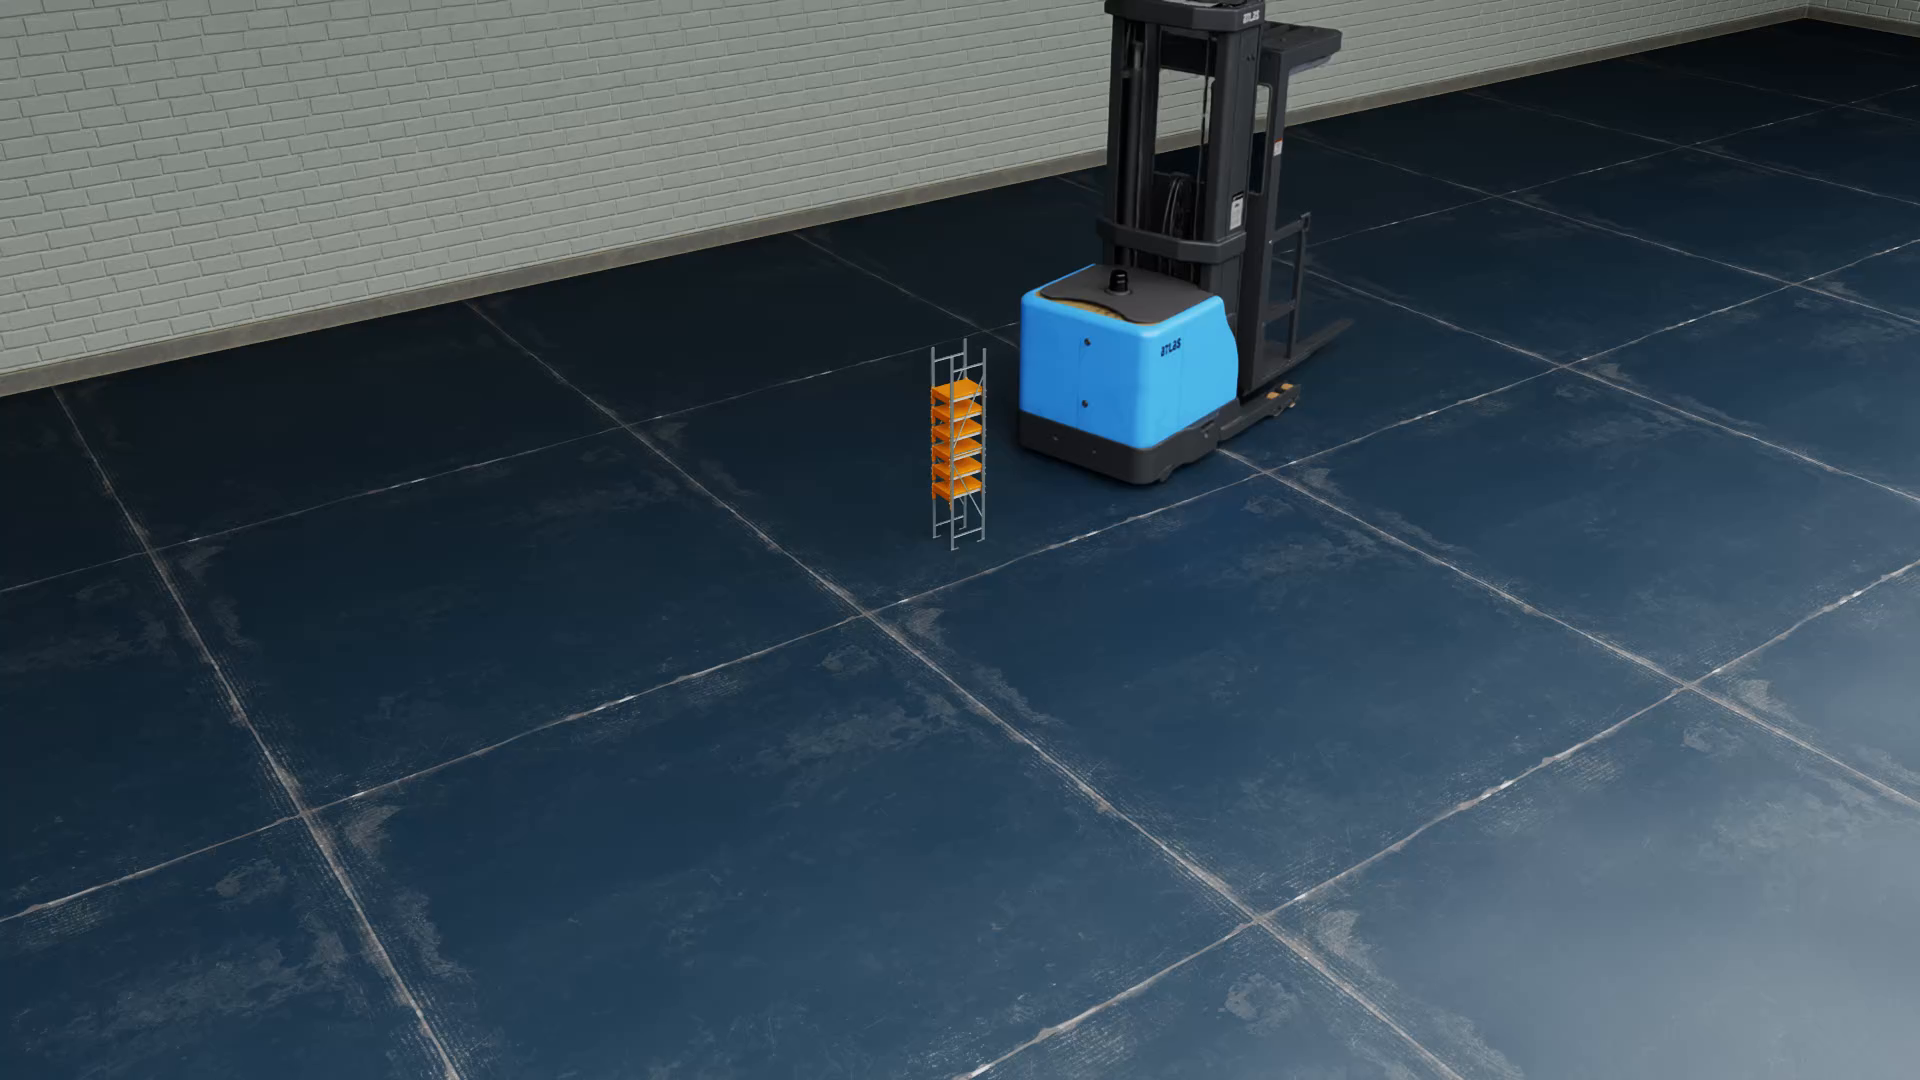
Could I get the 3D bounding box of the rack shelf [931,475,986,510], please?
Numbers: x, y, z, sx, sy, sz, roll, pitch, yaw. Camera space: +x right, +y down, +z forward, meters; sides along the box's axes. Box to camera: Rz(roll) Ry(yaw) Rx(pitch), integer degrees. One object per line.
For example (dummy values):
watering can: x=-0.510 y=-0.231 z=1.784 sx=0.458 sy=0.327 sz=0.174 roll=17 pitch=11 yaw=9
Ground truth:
rack shelf: x=-0.008 y=-0.283 z=9.610 sx=0.258 sy=0.103 sz=0.180 roll=-19 pitch=34 yaw=-31

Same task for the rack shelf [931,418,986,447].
rack shelf: x=-0.008 y=-0.599 z=9.438 sx=0.258 sy=0.103 sz=0.180 roll=-19 pitch=34 yaw=-31

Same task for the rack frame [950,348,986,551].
rack frame: x=0.045 y=-0.497 z=9.409 sx=0.240 sy=1.200 sz=0.006 roll=-19 pitch=34 yaw=-31

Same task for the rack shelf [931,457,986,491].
rack shelf: x=-0.008 y=-0.388 z=9.552 sx=0.258 sy=0.103 sz=0.180 roll=-19 pitch=34 yaw=-31

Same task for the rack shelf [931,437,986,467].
rack shelf: x=-0.008 y=-0.494 z=9.495 sx=0.258 sy=0.103 sz=0.180 roll=-19 pitch=34 yaw=-31

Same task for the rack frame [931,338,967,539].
rack frame: x=-0.061 y=-0.568 z=9.540 sx=0.240 sy=1.200 sz=0.006 roll=-19 pitch=34 yaw=-31

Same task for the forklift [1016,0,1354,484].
forklift: x=1.689 y=-2.261 z=10.842 sx=1.130 sy=2.935 sz=3.031 roll=22 pitch=35 yaw=34

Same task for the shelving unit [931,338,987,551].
shelving unit: x=-0.008 y=-0.533 z=9.474 sx=0.258 sy=1.200 sz=0.189 roll=-19 pitch=34 yaw=-31

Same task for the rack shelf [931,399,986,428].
rack shelf: x=-0.008 y=-0.705 z=9.381 sx=0.258 sy=0.103 sz=0.180 roll=-19 pitch=34 yaw=-31

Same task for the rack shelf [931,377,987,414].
rack shelf: x=-0.008 y=-0.810 z=9.323 sx=0.258 sy=0.103 sz=0.180 roll=-19 pitch=34 yaw=-31
